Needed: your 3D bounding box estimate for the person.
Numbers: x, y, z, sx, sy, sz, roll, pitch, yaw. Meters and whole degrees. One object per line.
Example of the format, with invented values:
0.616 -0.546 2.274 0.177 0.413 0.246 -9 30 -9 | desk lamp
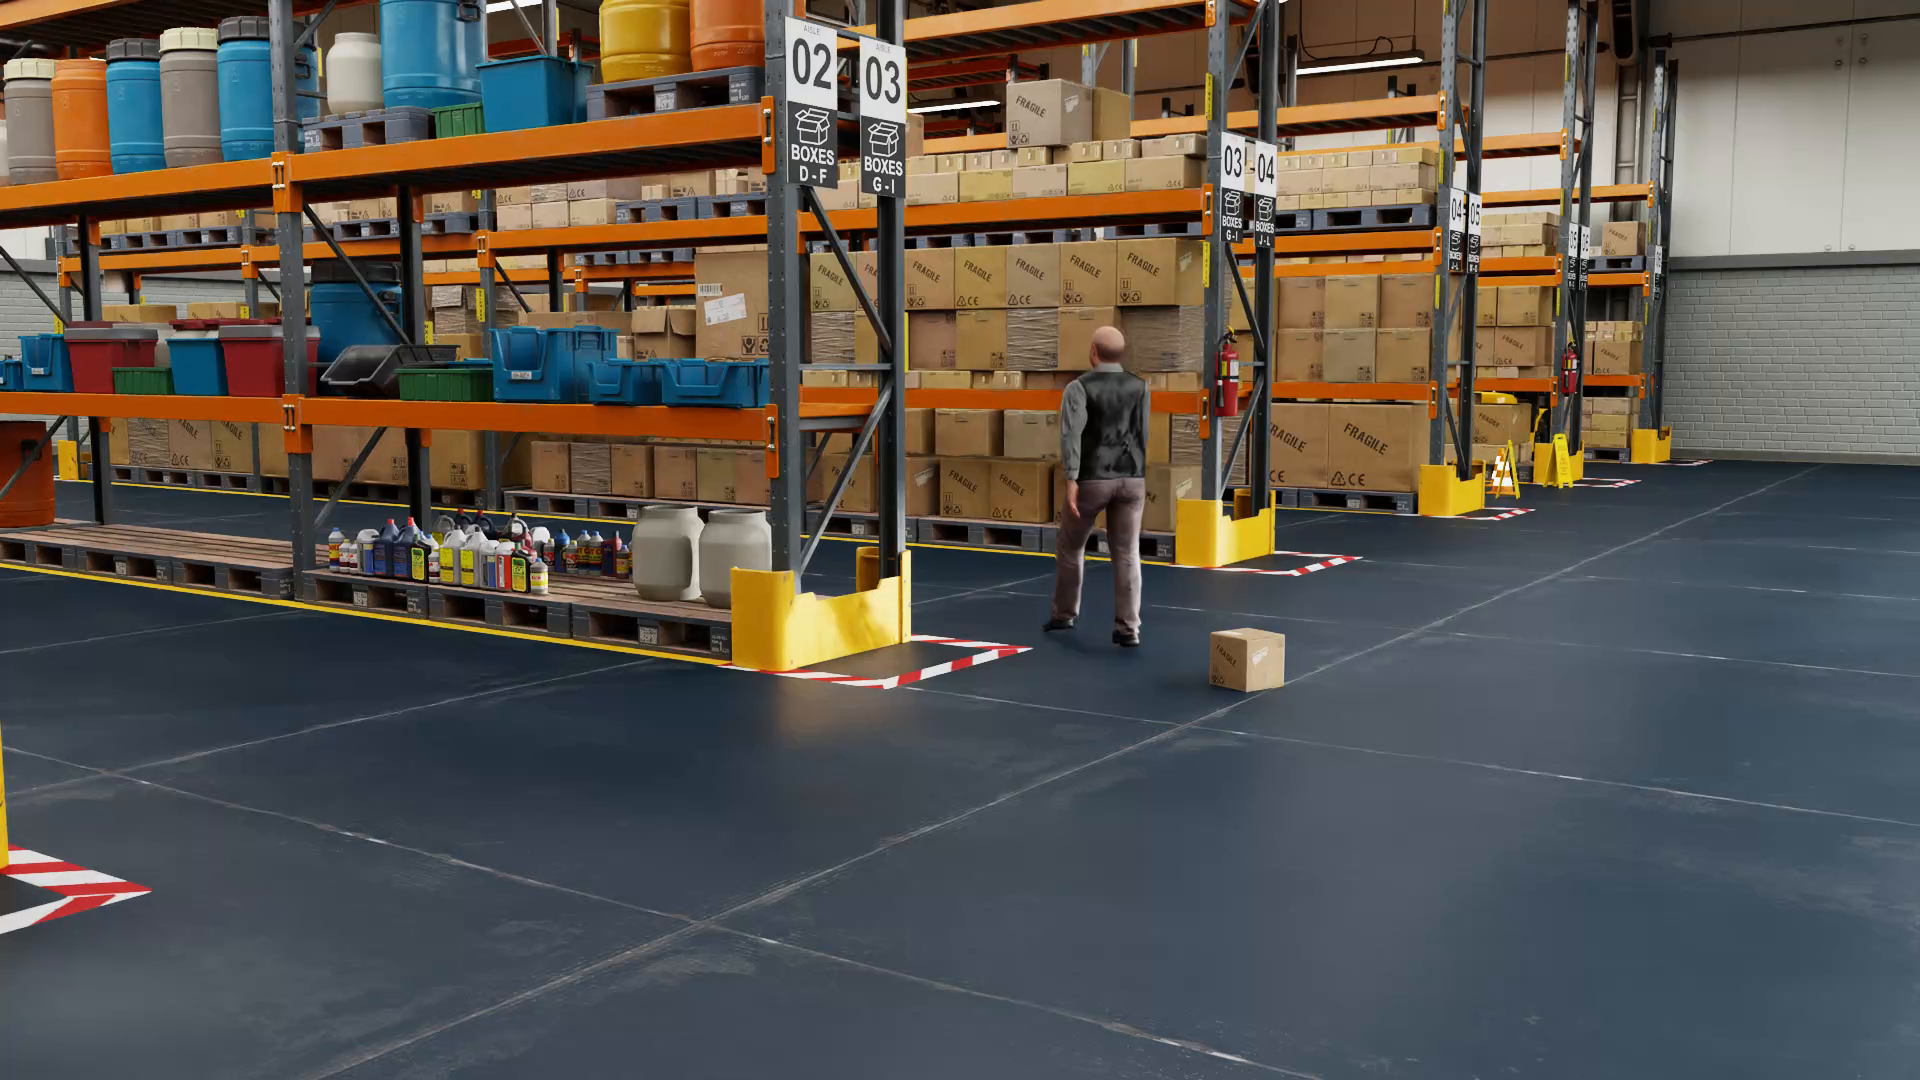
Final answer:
0.758 -0.295 9.010 0.546 1.712 0.887 -1 6 -13 | person
